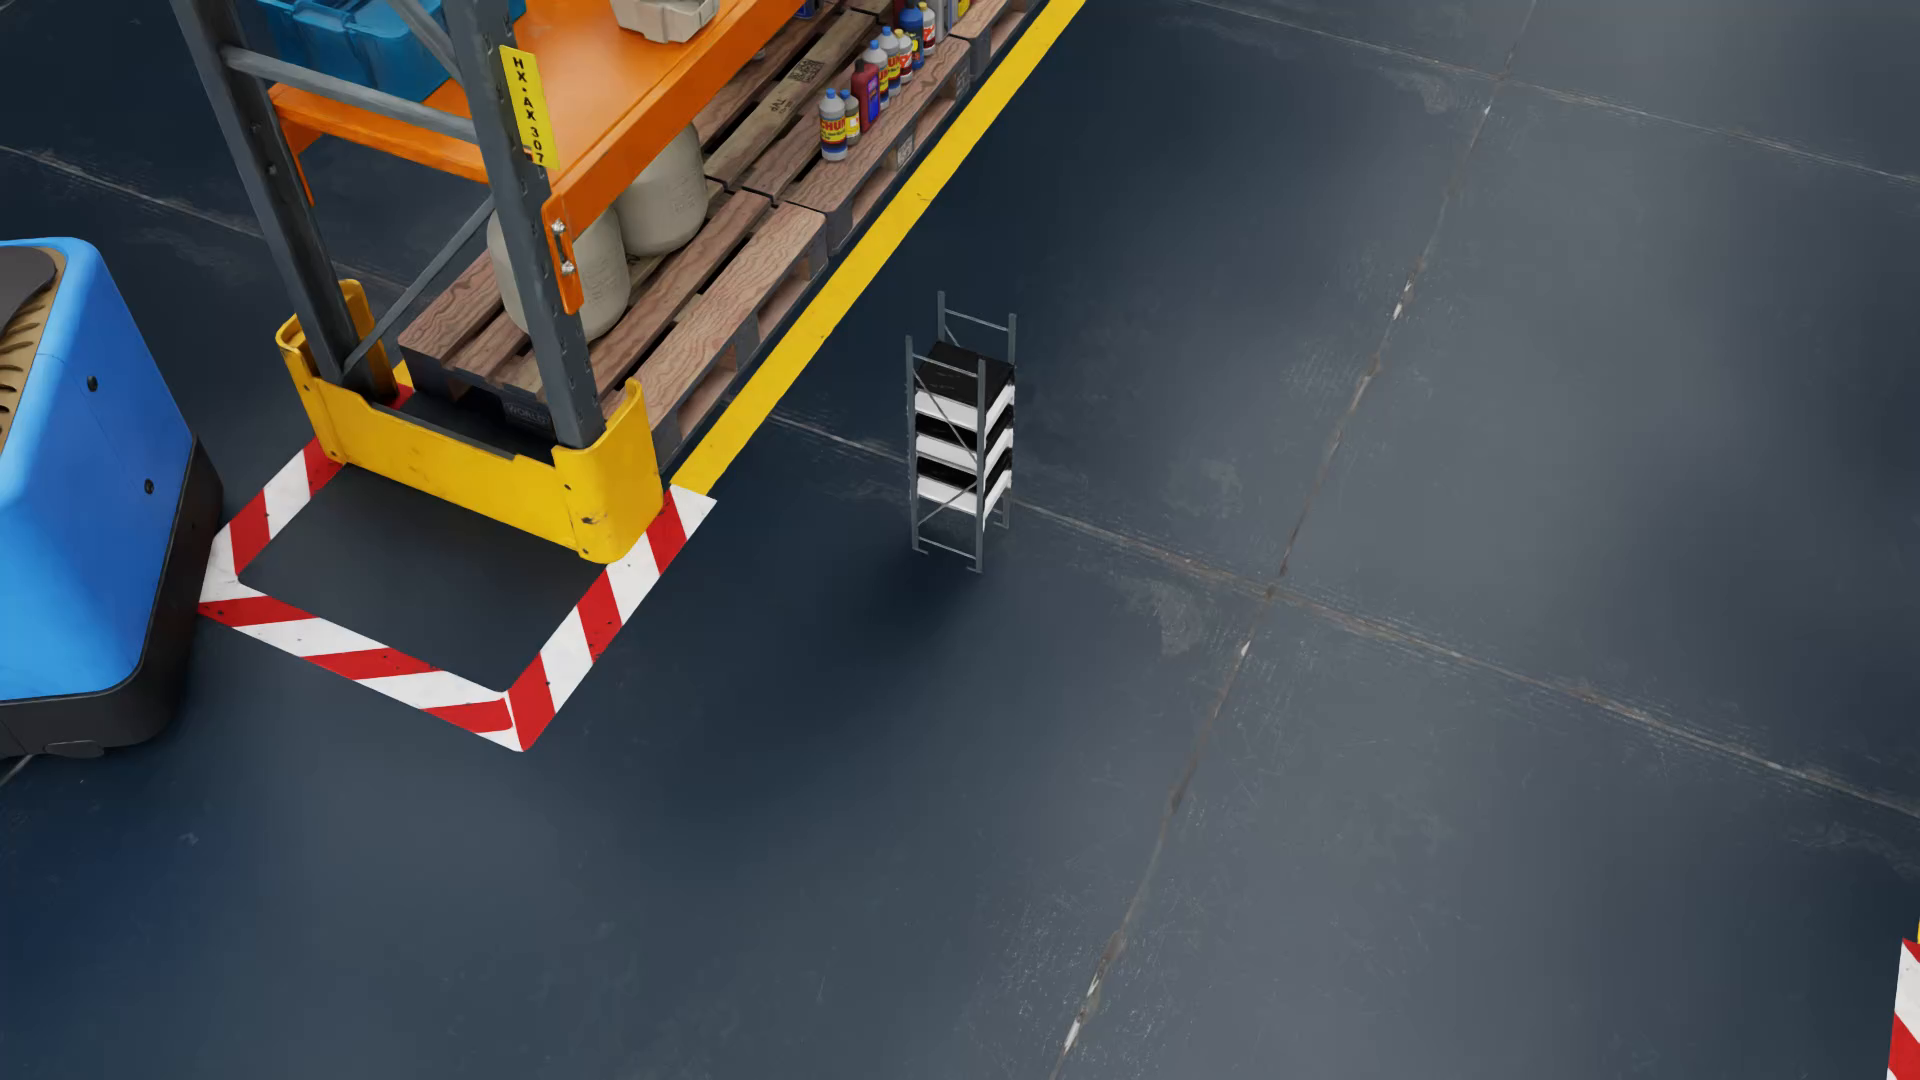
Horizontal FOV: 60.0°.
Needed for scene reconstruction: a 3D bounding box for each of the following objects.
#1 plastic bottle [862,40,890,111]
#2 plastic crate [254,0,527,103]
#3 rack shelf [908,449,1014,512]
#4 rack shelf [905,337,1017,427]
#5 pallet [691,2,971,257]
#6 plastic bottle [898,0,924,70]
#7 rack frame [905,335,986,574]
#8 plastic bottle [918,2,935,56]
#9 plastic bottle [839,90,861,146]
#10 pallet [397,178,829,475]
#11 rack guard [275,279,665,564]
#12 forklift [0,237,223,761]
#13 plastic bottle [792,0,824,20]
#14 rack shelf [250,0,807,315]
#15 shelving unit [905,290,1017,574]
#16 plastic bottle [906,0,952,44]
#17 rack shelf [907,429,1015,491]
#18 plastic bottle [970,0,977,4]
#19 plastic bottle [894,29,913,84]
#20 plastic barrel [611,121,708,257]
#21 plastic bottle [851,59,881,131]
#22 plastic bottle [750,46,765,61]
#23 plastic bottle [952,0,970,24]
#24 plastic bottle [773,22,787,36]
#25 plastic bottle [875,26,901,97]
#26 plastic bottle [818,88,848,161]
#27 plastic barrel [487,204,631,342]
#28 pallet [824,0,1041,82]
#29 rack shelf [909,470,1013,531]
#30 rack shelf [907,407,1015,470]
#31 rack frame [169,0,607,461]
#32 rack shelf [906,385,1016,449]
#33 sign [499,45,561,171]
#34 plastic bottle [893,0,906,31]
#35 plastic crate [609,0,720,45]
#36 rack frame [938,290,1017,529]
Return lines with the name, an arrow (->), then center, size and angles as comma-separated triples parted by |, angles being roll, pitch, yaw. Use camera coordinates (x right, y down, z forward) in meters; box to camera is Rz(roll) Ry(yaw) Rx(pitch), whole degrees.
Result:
plastic bottle -> -0.319, -1.763, 6.283 | 0.097, 0.271, 0.097 | 0, 50, 0
plastic crate -> -1.578, -1.515, 4.668 | 0.499, 0.251, 0.616 | 20, 52, 16
rack shelf -> 0.003, -0.217, 5.006 | 0.258, 0.077, 0.200 | 20, 52, 16
rack shelf -> 0.003, -0.451, 4.732 | 0.258, 0.077, 0.200 | 20, 52, 16
pallet -> -0.657, -1.680, 6.541 | 1.003, 0.211, 1.213 | 20, 52, 16
plastic bottle -> -0.190, -1.971, 6.461 | 0.097, 0.271, 0.097 | 0, 50, 0
rack frame -> -0.040, -0.227, 4.852 | 0.240, 0.900, 0.006 | 20, 52, 16
plastic bottle -> -0.146, -2.019, 6.547 | 0.097, 0.201, 0.097 | 0, 50, 0
plastic bottle -> -0.421, -1.576, 6.170 | 0.097, 0.201, 0.097 | 0, 50, 0
pallet -> -1.180, -0.843, 5.829 | 1.003, 0.211, 1.213 | 20, 52, 16
rack guard -> -1.532, -0.379, 5.244 | 1.175, 0.500, 0.348 | 20, 52, 16
forklift -> -3.793, -0.594, 3.831 | 3.031, 2.935, 1.130 | -5, 50, -5
plastic bottle -> -0.651, -2.261, 6.704 | 0.152, 0.276, 0.135 | 20, 52, 16
rack shelf -> -0.667, -2.266, 5.681 | 1.077, 0.370, 4.000 | 20, 52, 16
shelving unit -> 0.003, -0.297, 4.912 | 0.258, 0.900, 0.210 | 20, 52, 16
plastic bottle -> -0.120, -2.133, 6.595 | 0.152, 0.276, 0.135 | 21, 53, 17
rack shelf -> 0.003, -0.276, 4.937 | 0.258, 0.077, 0.200 | 20, 52, 16
plastic bottle -> 0.059, -2.343, 6.769 | 0.061, 0.283, 0.133 | 23, 53, 18
plastic bottle -> -0.234, -1.877, 6.427 | 0.097, 0.201, 0.097 | 0, 50, 0
plastic barrel -> -1.096, -1.275, 5.723 | 0.421, 0.512, 0.421 | 0, 50, 0
plastic bottle -> -0.352, -1.681, 6.205 | 0.061, 0.283, 0.133 | 21, 53, 17
plastic bottle -> -0.821, -1.997, 6.528 | 0.097, 0.201, 0.097 | 0, 50, 0
plastic bottle -> -0.047, -2.268, 6.661 | 0.144, 0.351, 0.185 | 19, 52, 16
plastic bottle -> -0.747, -2.131, 6.642 | 0.097, 0.201, 0.097 | 0, 50, 0
plastic bottle -> -0.276, -1.832, 6.342 | 0.097, 0.271, 0.097 | 0, 50, 0
plastic bottle -> -0.465, -1.527, 6.082 | 0.097, 0.271, 0.097 | 0, 50, 0
plastic barrel -> -1.310, -0.929, 5.429 | 0.421, 0.512, 0.421 | 0, 50, 0
pallet -> -0.138, -2.523, 7.259 | 1.003, 0.211, 1.213 | 20, 52, 16
rack shelf -> 0.003, -0.159, 5.075 | 0.258, 0.077, 0.200 | 20, 52, 16
rack shelf -> 0.003, -0.334, 4.869 | 0.258, 0.077, 0.200 | 20, 52, 16
rack frame -> -1.522, -1.122, 4.235 | 1.000, 3.000, 0.127 | 20, 52, 16
rack shelf -> 0.003, -0.392, 4.800 | 0.258, 0.077, 0.200 | 20, 52, 16
sign -> -1.026, -1.029, 3.975 | 0.100, 0.325, 0.005 | 20, 52, 16
plastic bottle -> -0.217, -2.170, 6.622 | 0.061, 0.283, 0.133 | 20, 52, 16
plastic crate -> -0.849, -1.548, 4.770 | 0.298, 0.136, 0.250 | 20, 52, 16
rack frame -> 0.047, -0.367, 4.972 | 0.240, 0.900, 0.006 | 20, 52, 16
